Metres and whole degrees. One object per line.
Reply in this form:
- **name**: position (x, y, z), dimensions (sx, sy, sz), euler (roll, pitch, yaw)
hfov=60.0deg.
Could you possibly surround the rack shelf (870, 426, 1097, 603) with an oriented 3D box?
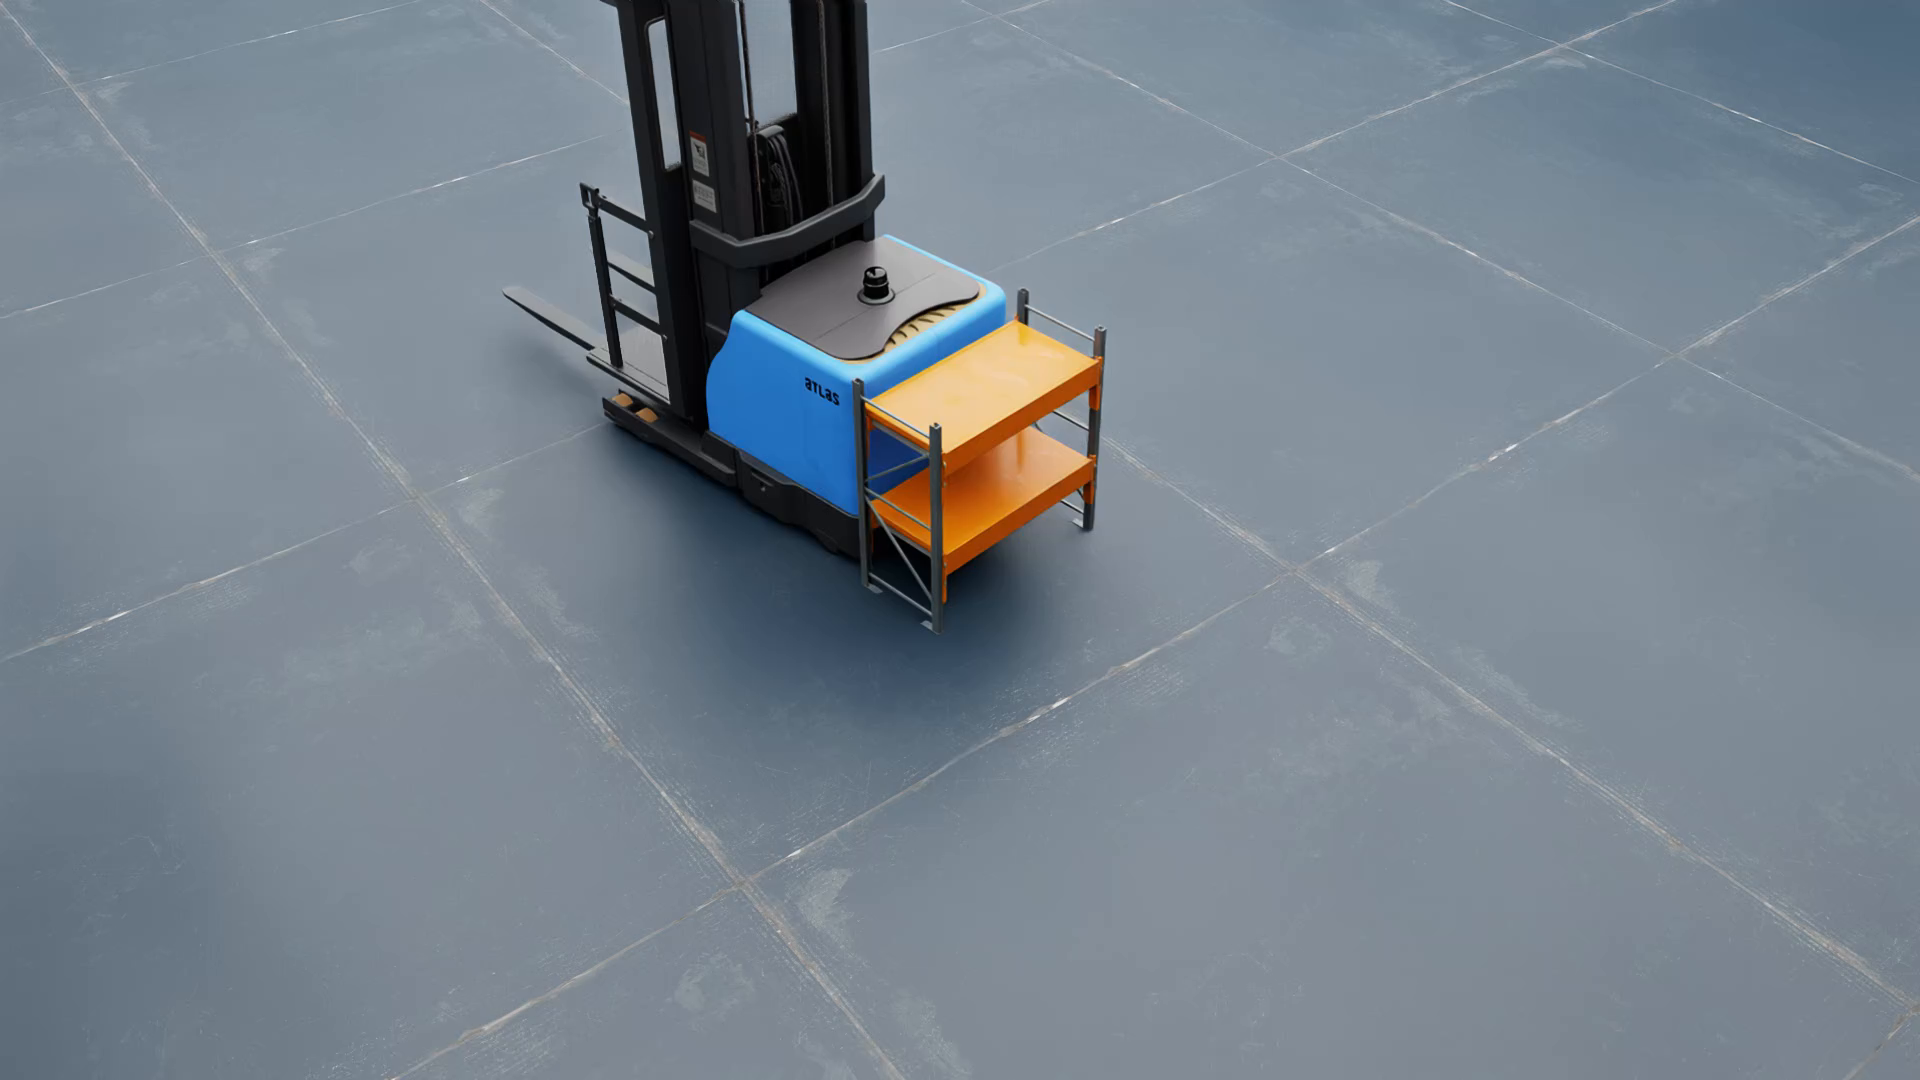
- **rack shelf**: position (0.094, -0.170, 7.589), dimensions (0.538, 0.278, 1.000), euler (32, 49, 33)

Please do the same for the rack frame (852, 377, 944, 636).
- **rack frame**: position (-0.261, -0.128, 7.153), dimensions (0.500, 1.125, 0.032), euler (32, 49, 33)

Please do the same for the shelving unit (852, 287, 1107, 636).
- **shelving unit**: position (0.094, -0.359, 7.434), dimensions (0.538, 1.125, 1.048), euler (32, 49, 33)

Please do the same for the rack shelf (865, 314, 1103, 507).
- **rack shelf**: position (0.094, -0.585, 7.248), dimensions (0.538, 0.278, 1.000), euler (32, 49, 33)

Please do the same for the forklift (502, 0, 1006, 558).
- **forklift**: position (-1.200, -1.856, 7.836), dimensions (3.031, 2.935, 1.130), euler (30, 48, 31)

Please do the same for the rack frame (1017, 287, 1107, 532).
- **rack frame**: position (0.449, -0.589, 7.715), dimensions (0.500, 1.125, 0.032), euler (32, 49, 33)
